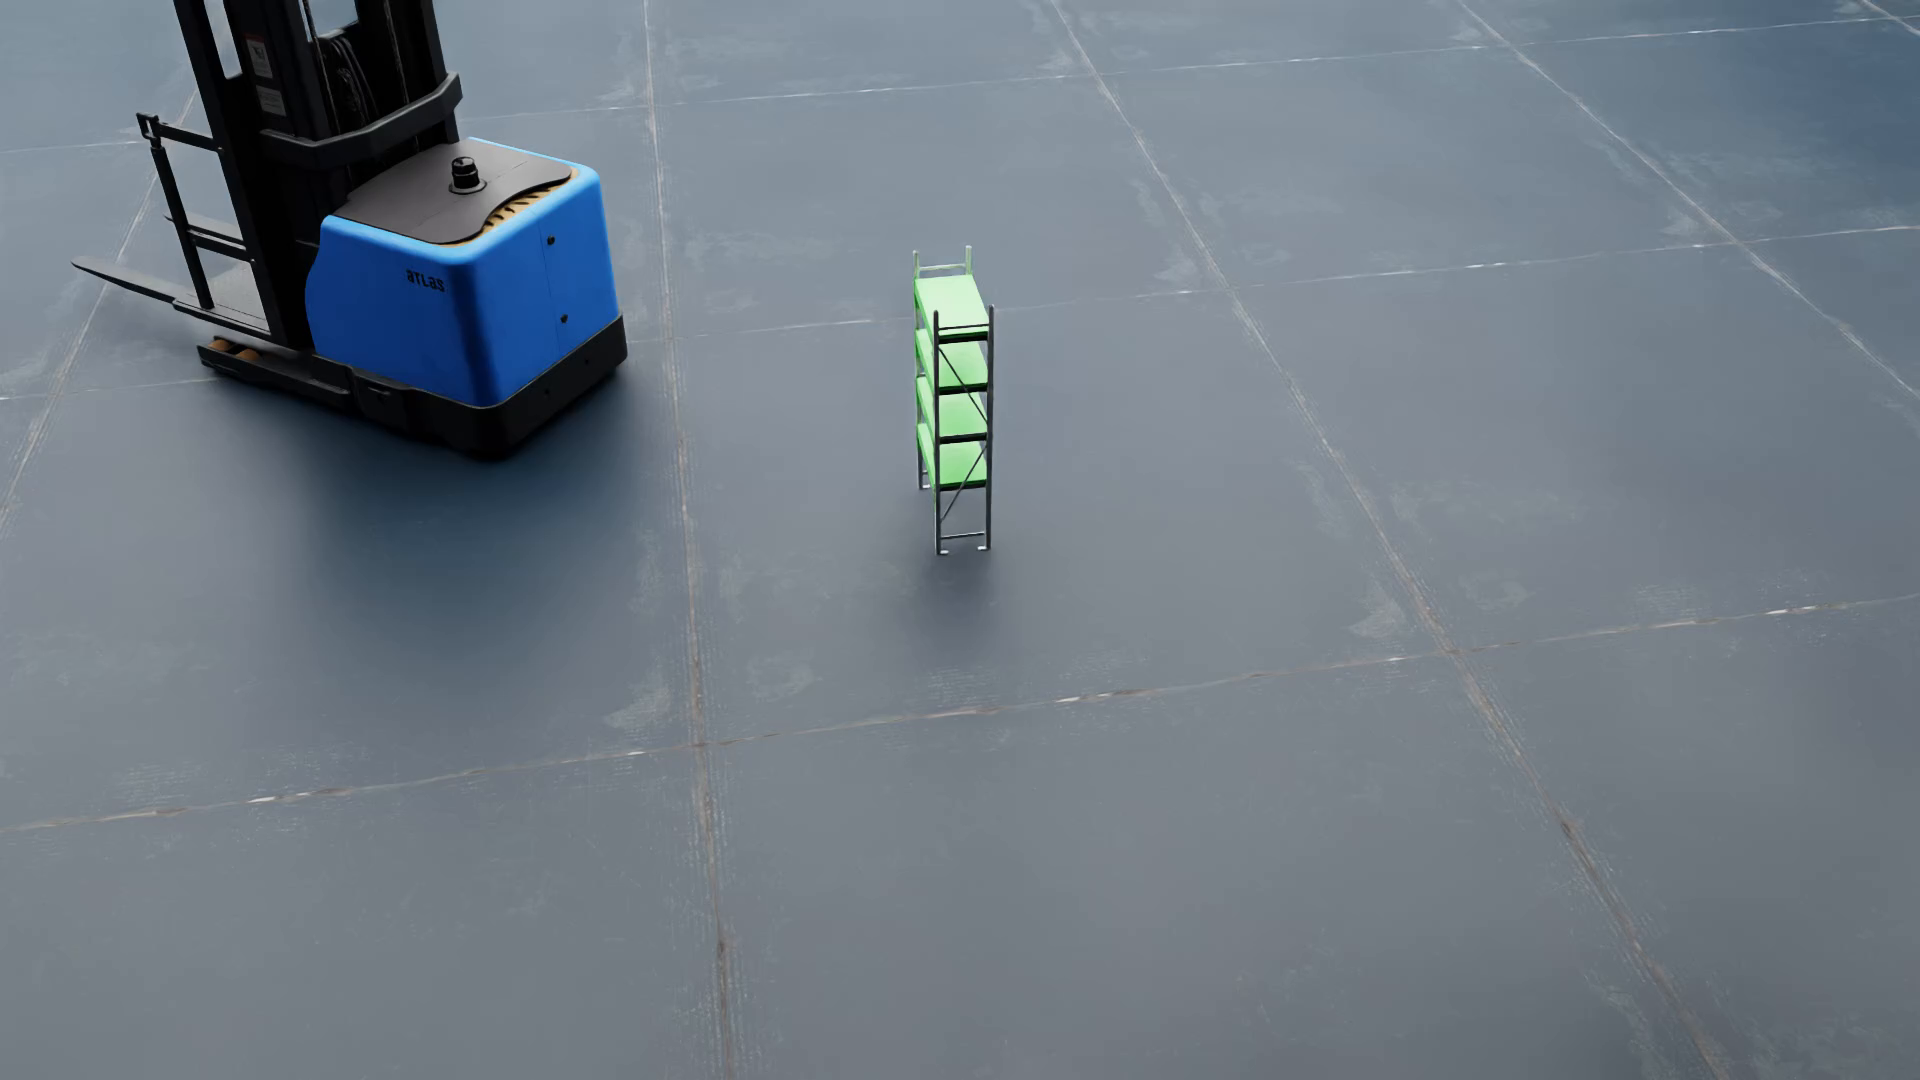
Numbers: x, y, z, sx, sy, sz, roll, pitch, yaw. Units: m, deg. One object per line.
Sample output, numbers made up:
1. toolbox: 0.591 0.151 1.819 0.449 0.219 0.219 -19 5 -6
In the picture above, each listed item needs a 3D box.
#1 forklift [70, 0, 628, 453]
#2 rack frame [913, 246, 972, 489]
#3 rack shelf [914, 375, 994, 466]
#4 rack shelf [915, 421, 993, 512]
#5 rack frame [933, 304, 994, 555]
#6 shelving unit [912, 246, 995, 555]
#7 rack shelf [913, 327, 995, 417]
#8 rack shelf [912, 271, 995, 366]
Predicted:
1. forklift: -3.208 -2.200 7.693 3.031 2.935 1.130 18 41 22
2. rack frame: -0.072 -0.721 7.200 0.240 1.200 0.015 -6 38 -8
3. rack shelf: -0.029 -0.523 7.050 0.258 0.148 0.480 -6 38 -8
4. rack shelf: -0.029 -0.334 7.197 0.258 0.148 0.480 -6 38 -8
5. rack frame: 0.014 -0.426 6.821 0.240 1.200 0.015 -6 38 -8
6. shelving unit: -0.029 -0.574 7.011 0.258 1.200 0.503 -6 38 -8
7. rack shelf: -0.029 -0.713 6.903 0.258 0.148 0.480 -6 38 -8
8. rack shelf: -0.029 -0.902 6.755 0.258 0.148 0.480 -6 38 -8
